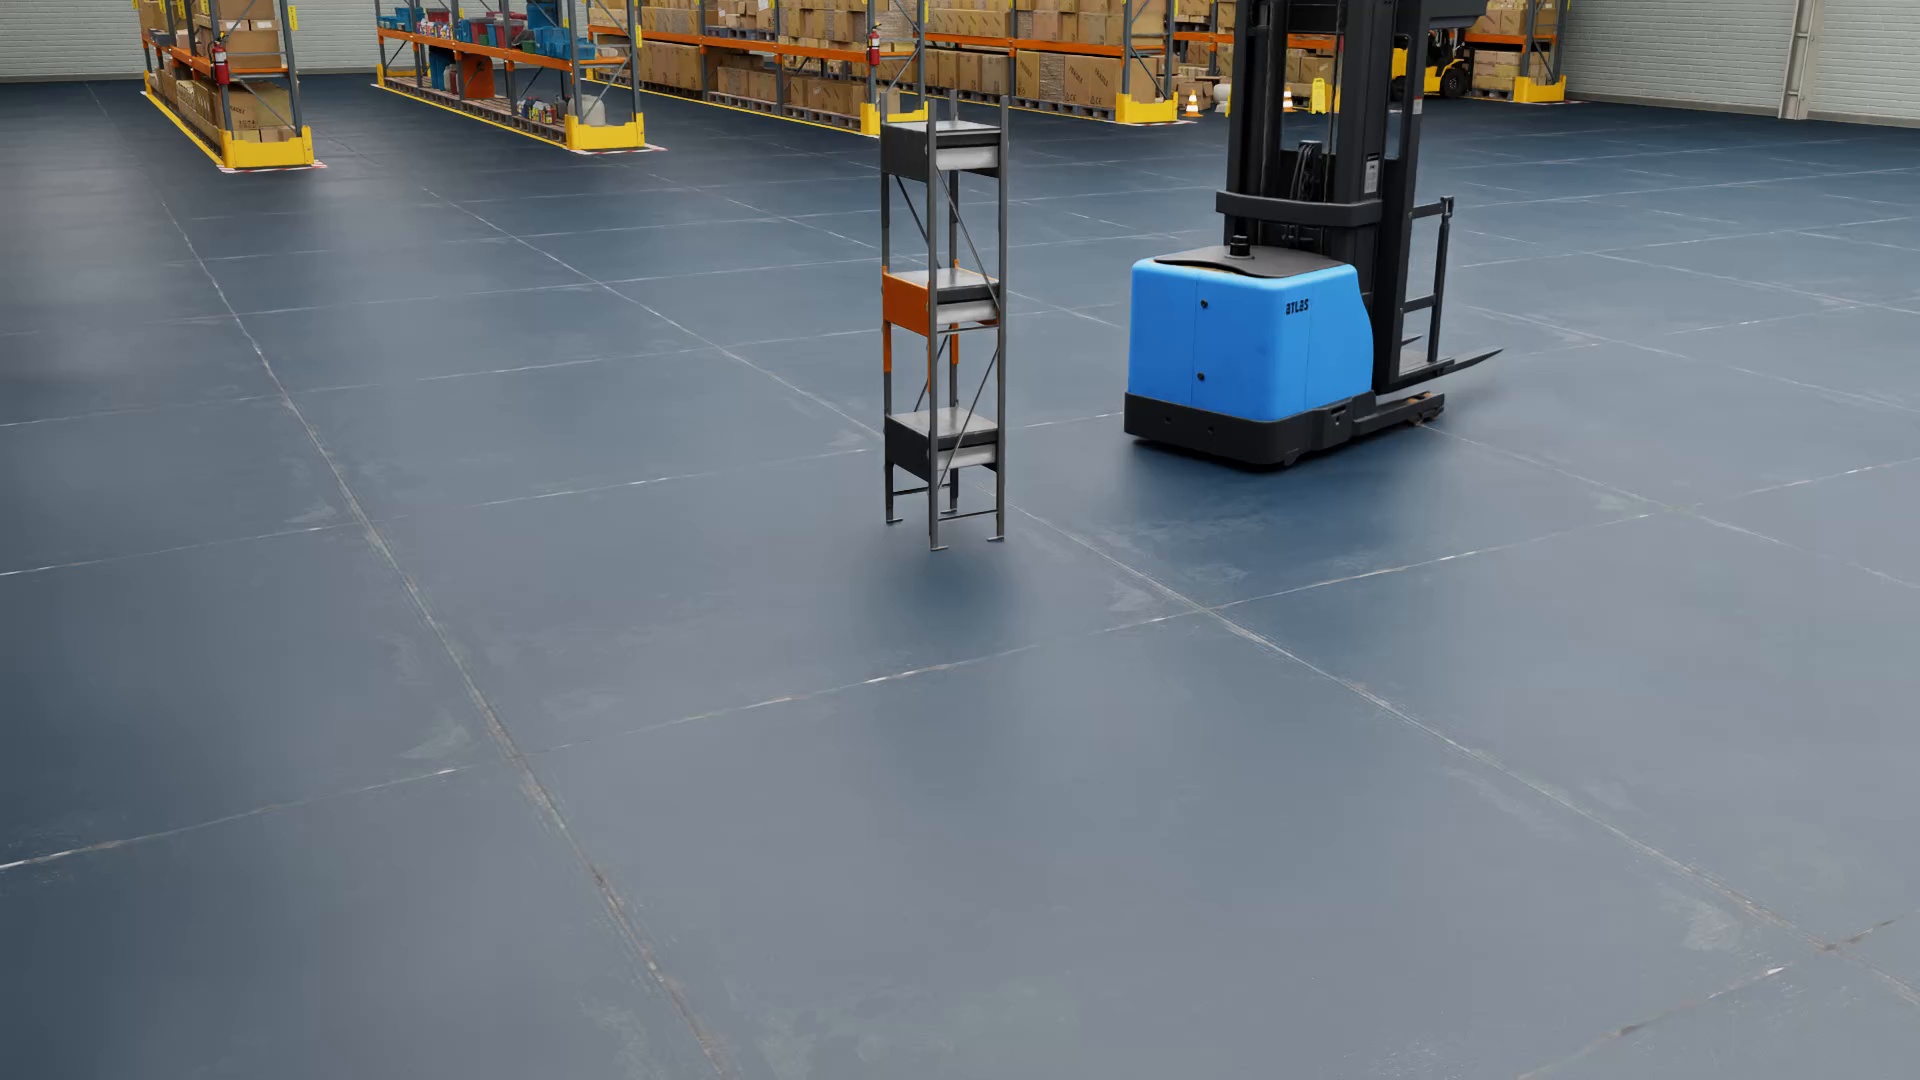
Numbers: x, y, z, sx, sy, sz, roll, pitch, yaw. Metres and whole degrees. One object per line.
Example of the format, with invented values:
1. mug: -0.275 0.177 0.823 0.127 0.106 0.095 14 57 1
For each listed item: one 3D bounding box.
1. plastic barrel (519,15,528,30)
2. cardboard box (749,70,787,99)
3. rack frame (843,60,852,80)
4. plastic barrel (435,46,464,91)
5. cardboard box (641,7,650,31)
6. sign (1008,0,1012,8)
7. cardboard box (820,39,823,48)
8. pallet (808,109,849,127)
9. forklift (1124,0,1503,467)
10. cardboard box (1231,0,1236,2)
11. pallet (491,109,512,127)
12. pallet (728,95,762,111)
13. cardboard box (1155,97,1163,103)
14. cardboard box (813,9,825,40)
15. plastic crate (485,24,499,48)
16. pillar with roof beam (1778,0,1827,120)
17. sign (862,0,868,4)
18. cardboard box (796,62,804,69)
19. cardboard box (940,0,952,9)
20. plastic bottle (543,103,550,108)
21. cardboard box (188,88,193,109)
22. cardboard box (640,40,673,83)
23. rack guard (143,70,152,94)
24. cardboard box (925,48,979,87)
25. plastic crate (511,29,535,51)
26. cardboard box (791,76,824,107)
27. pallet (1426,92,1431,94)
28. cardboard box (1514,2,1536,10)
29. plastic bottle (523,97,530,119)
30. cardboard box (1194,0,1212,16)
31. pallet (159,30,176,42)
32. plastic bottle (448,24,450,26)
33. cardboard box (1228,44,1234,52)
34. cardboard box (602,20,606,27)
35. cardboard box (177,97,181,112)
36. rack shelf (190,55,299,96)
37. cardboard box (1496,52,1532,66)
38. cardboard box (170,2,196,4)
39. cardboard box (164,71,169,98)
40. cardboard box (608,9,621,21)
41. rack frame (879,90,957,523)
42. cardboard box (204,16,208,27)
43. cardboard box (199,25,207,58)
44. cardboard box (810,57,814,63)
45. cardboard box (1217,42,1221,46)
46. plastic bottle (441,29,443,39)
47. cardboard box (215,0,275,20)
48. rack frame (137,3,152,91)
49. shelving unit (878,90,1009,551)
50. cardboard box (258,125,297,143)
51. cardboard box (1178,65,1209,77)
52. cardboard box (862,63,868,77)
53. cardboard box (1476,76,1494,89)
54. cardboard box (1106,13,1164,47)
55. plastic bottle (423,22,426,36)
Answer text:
1. plastic barrel: -7.573 -9.019 29.462 0.433 0.535 0.433 0 19 0
2. cardboard box: -3.702 -8.920 32.540 0.700 0.500 0.500 -12 22 -31
3. rack frame: -2.339 -12.449 39.611 1.000 3.000 0.127 -10 21 -27
4. plastic barrel: -10.531 -9.787 34.470 0.600 0.901 0.708 -10 21 -27
5. cardboard box: -6.753 -11.587 36.958 0.500 0.500 0.500 -10 21 -26
6. sign: 0.987 -10.576 32.528 0.100 0.325 0.005 -10 21 -27
7. cardboard box: -2.233 -8.693 29.111 0.380 0.149 0.250 -10 21 -27
8. pallet: -2.020 -7.557 29.709 1.003 0.211 1.213 -10 21 -27
9. forklift: 2.355 -2.188 9.979 1.130 2.935 3.031 18 26 42
10. cardboard box: 6.010 -11.299 34.136 0.700 0.500 0.500 -10 21 -26
11. pallet: -7.719 -7.548 29.681 1.003 0.211 1.213 -10 21 -27
12. pallet: -3.907 -8.669 32.931 1.003 0.211 1.213 -10 21 -27
13. cardboard box: 3.897 -8.652 32.798 0.396 0.266 0.258 -6 20 -17
14. cardboard box: -2.060 -9.036 29.109 0.875 0.500 0.500 -10 21 -27
15. plastic crate: -8.109 -8.907 29.371 0.392 0.384 0.575 -10 21 -27
16. pillar with roof beam: 11.558 -11.356 27.247 9.100 9.000 0.400 -10 21 -27
17. sign: -1.551 -8.882 27.013 0.100 0.325 0.005 -10 21 -27
18. cardboard box: -3.926 -12.025 42.109 0.380 0.149 0.250 -10 21 -26
19. cardboard box: 0.006 -11.546 35.306 0.700 0.500 0.500 -10 22 -27
20. plastic bottle: -6.884 -7.125 27.681 0.152 0.276 0.135 -10 21 -27
21. cardboard box: -12.370 -7.264 27.296 0.500 0.311 0.500 -9 21 -25
22. cardboard box: -6.430 -10.724 37.223 1.225 0.875 0.875 -10 21 -26
23. rack guard: -17.335 -10.122 36.697 1.175 0.500 0.348 -10 21 -27
24. cardboard box: -0.229 -10.247 36.035 1.050 0.750 0.750 -10 22 -27
25. plastic crate: -7.175 -8.447 28.108 0.767 0.338 0.504 -10 21 -27
26. cardboard box: -2.798 -8.309 30.802 0.500 0.500 0.500 -11 22 -28
27. pallet: 10.476 -10.166 37.267 1.003 0.211 1.213 -10 21 -27
28. cardboard box: 11.623 -10.980 34.206 0.380 0.149 0.250 -10 21 -26
29. plastic bottle: -7.294 -7.306 28.093 0.144 0.351 0.185 -9 21 -25
30. cardboard box: 5.347 -11.432 35.410 0.500 0.500 0.500 -10 22 -28
31. pallet: -14.500 -9.495 31.344 1.003 0.211 1.213 -10 21 -27
32. plastic bottle: -10.740 -10.761 35.024 0.097 0.201 0.097 0 19 0
33. cardboard box: 5.818 -10.252 34.671 0.380 0.149 0.250 -10 21 -26
34. cardboard box: -8.284 -12.292 39.540 0.380 0.149 0.250 -10 22 -28
35. cardboard box: -13.582 -7.731 29.510 0.500 0.250 0.500 -10 21 -27
36. rack shelf: -10.723 -6.966 24.823 1.077 0.370 4.000 -10 21 -27
37. cardboard box: 11.541 -10.025 34.625 0.500 0.250 0.500 -9 21 -25
38. cardboard box: -14.579 -9.925 31.498 0.700 0.500 0.500 -17 25 -40
39. cardboard box: -15.193 -8.875 32.410 0.500 0.500 0.500 -10 21 -26
40. cardboard box: -7.920 -12.306 38.971 0.500 0.250 0.500 -10 22 -28
41. rack frame: -0.194 -1.110 8.130 0.400 2.100 0.015 -10 21 -27
42. cardboard box: -10.977 -7.683 24.650 0.380 0.149 0.250 -10 21 -27
43. cardboard box: -11.457 -7.801 25.987 0.700 0.500 0.500 -11 22 -28
44. cardboard box: -3.540 -12.032 41.671 0.380 0.149 0.250 -9 21 -24
45. cardboard box: 6.832 -12.901 43.113 0.380 0.149 0.250 -10 21 -27
46. plastic bottle: -10.205 -10.021 32.877 0.097 0.201 0.097 0 19 0
47. cardboard box: -10.009 -7.544 23.252 0.700 0.500 0.500 -10 21 -26
48. rack frame: -17.371 -11.325 36.353 1.000 3.000 0.127 -10 21 -27
49. shelving unit: -0.079 -1.040 7.927 0.431 2.100 0.503 -10 21 -27
50. cardboard box: -9.832 -5.819 23.968 0.500 0.250 0.500 -10 21 -27
51. cardboard box: 5.173 -10.261 36.654 0.950 0.372 0.625 -9 21 -23
52. cardboard box: -1.969 -11.061 38.777 0.500 0.500 0.500 -9 21 -24
53. cardboard box: 11.306 -9.699 35.212 0.500 0.250 0.500 -10 21 -27
54. cardboard box: 3.143 -9.175 29.892 0.875 0.550 0.550 -10 21 -27
55. plastic bottle: -11.022 -10.548 34.297 0.097 0.271 0.097 0 19 0
